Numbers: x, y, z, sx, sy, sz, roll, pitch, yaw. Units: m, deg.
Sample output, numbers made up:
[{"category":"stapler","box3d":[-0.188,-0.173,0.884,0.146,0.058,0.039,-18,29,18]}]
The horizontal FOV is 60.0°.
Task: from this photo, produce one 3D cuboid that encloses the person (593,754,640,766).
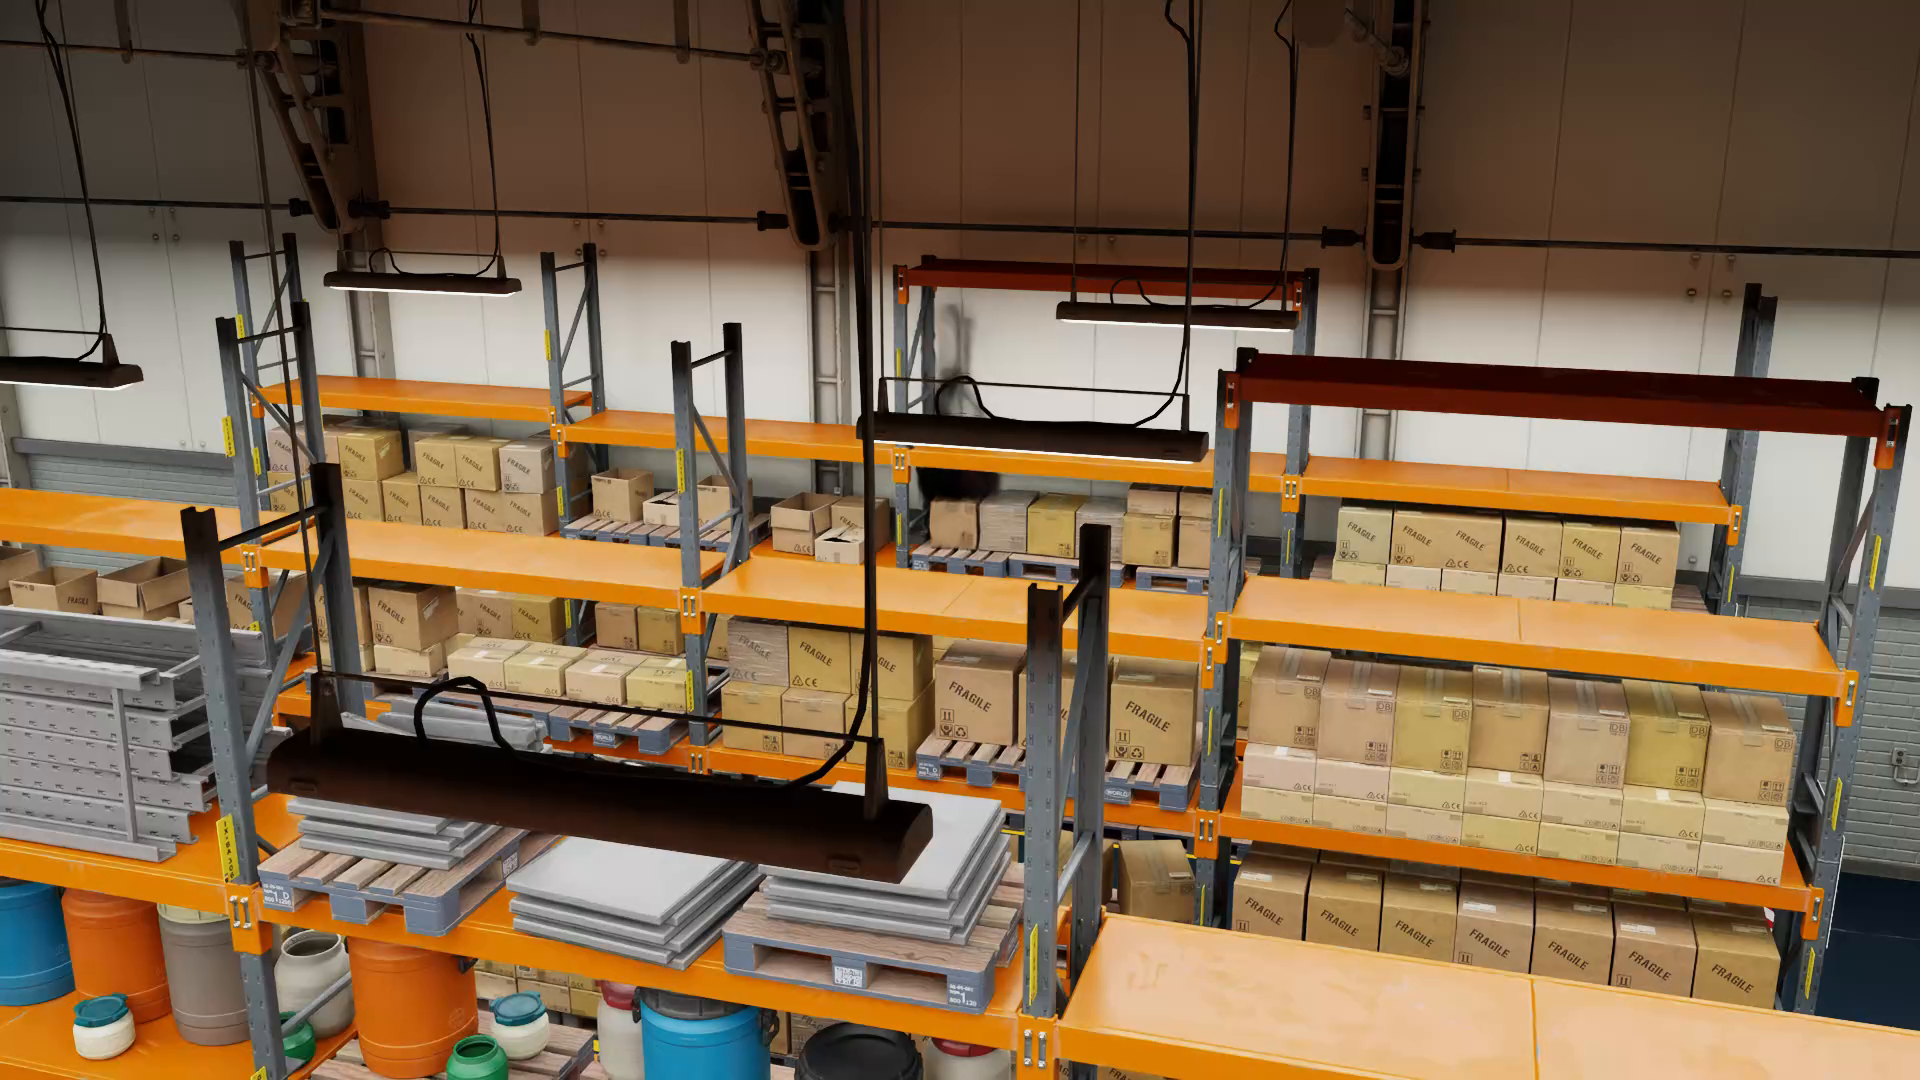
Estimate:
[{"category":"person","box3d":[-3.173,2.771,16.138,0.740,1.706,0.650,5,17,16]}]
